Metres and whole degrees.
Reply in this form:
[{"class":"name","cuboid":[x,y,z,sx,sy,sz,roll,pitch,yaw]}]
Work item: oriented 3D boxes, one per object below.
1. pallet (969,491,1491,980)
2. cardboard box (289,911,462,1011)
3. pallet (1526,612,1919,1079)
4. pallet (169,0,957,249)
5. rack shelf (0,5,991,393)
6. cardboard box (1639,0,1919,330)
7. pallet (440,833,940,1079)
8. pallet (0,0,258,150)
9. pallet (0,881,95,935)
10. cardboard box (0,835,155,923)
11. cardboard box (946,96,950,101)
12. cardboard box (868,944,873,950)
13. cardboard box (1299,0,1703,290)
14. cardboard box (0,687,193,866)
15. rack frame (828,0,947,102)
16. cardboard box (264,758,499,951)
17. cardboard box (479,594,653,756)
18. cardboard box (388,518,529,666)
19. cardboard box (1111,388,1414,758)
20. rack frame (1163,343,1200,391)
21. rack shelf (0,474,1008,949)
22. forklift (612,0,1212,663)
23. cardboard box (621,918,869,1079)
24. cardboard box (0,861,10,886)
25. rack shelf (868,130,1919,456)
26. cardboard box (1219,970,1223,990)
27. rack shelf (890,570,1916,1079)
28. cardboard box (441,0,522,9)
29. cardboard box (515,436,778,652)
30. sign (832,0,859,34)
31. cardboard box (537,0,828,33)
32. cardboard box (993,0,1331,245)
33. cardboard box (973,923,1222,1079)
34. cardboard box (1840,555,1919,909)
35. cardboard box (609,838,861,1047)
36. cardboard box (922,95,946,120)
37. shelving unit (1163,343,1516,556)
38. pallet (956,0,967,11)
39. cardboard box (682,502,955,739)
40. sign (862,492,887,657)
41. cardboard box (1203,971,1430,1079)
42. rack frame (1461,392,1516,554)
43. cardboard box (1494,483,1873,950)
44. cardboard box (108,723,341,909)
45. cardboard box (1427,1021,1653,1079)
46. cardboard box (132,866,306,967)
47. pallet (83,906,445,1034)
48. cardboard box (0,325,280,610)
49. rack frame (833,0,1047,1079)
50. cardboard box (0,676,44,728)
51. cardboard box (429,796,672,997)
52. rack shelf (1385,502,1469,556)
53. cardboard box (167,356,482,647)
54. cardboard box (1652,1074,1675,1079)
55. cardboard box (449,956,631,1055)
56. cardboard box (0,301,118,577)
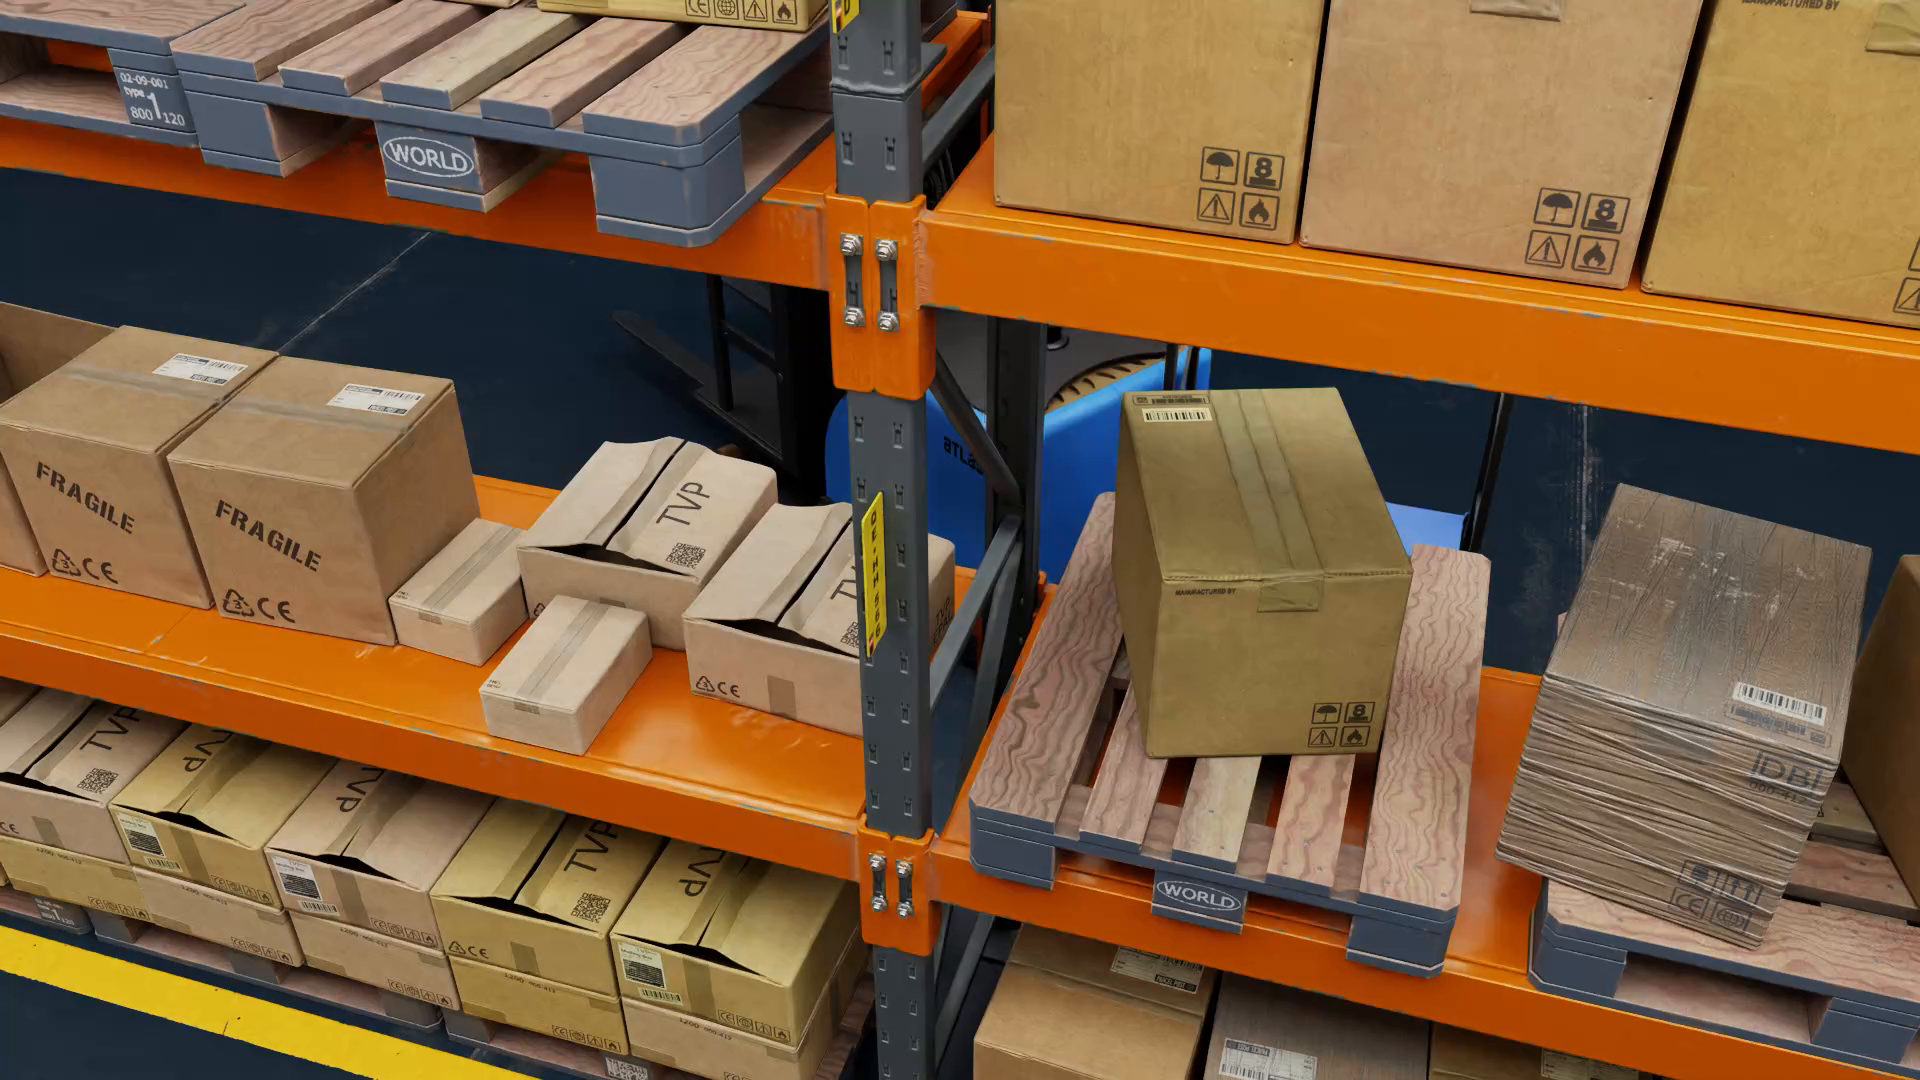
[{"class":"pallet","cuboid":[0.669,0.377,3.869,1.003,0.211,1.213,10,38,14]},{"class":"cardboard box","cuboid":[-1.546,1.024,4.794,0.500,0.250,0.500,11,38,15]},{"class":"pallet","cuboid":[1.859,0.638,3.514,1.213,0.211,1.003,10,38,14]},{"class":"pallet","cuboid":[-0.673,-0.981,3.182,1.003,0.211,1.213,12,38,16]},{"class":"rack shelf","cuboid":[-1.908,-1.052,3.725,4.000,0.370,1.077,10,38,14]},{"class":"cardboard box","cuboid":[1.411,-0.788,2.676,0.500,0.500,0.910,10,38,14]},{"class":"pallet","cuboid":[-0.773,1.175,4.975,1.213,0.211,1.003,10,38,14]},{"class":"pallet","cuboid":[-1.742,-1.177,3.448,1.213,0.211,1.003,12,38,16]},{"class":"pallet","cuboid":[-3.102,0.744,5.561,1.213,0.211,1.003,10,38,14]},{"class":"cardboard box","cuboid":[-2.523,0.844,5.038,0.500,0.250,0.500,9,37,12]},{"class":"cardboard box","cuboid":[0.246,-2.290,8.436,0.500,0.250,0.500,11,38,15]},{"class":"cardboard box","cuboid":[-0.411,0.900,4.963,0.500,0.250,0.500,10,38,14]},{"class":"cardboard box","cuboid":[0.914,-0.880,2.800,0.500,0.500,0.910,10,38,14]},{"class":"cardboard box","cuboid":[-2.526,0.622,4.867,0.500,0.311,0.500,9,37,12]},{"class":"rack frame","cuboid":[0.001,-2.196,2.142,0.127,3.000,1.000,10,38,14]},{"class":"cardboard box","cuboid":[-1.551,0.800,4.625,0.500,0.311,0.500,10,38,14]},{"class":"cardboard box","cuboid":[-0.940,0.319,3.999,0.250,0.149,0.380,10,38,14]},{"class":"cardboard box","cuboid":[-1.233,0.128,4.258,0.250,0.149,0.380,13,38,17]},{"class":"cardboard box","cuboid":[0.636,0.058,3.702,0.500,0.500,0.700,-1,36,-2]},{"class":"rack frame","cuboid":[0.734,-0.201,5.758,0.032,1.500,0.500,11,38,14]},{"class":"rack shelf","cuboid":[-1.908,0.156,4.614,4.000,0.370,1.077,10,38,14]},{"class":"forklift","cuboid":[-0.415,-1.502,6.319,1.130,2.935,3.031,-26,44,-31]},{"class":"cardboard box","cuboid":[-0.574,1.203,4.550,0.500,0.250,0.500,11,38,15]},{"class":"cardboard box","cuboid":[-3.018,0.754,5.161,0.500,0.250,0.500,11,38,15]},{"class":"rack shelf","cuboid":[1.910,-0.345,2.764,4.000,0.370,1.077,10,38,14]},{"class":"cardboard box","cuboid":[0.964,1.082,4.487,0.500,0.500,0.500,12,38,16]},{"class":"rack shelf","cuboid":[1.910,0.863,3.654,4.000,0.370,1.077,10,38,14]},{"class":"cardboard box","cuboid":[-0.955,-1.228,3.129,0.500,0.250,0.500,11,38,15]},{"class":"cardboard box","cuboid":[-0.795,-0.012,4.311,0.500,0.311,0.500,10,38,13]},{"class":"sign","cuboid":[-0.172,-0.916,2.430,0.005,0.325,0.100,10,38,14]},{"class":"cardboard box","cuboid":[-0.449,-1.145,3.017,0.500,0.250,0.500,8,37,10]},{"class":"cardboard box","cuboid":[0.427,-0.970,2.923,0.500,0.500,0.910,10,38,14]},{"class":"cardboard box","cuboid":[0.350,1.292,4.202,0.500,0.500,0.500,12,38,16]},{"class":"cardboard box","cuboid":[2.114,0.440,3.183,0.500,0.500,0.700,2,36,2]},{"class":"cardboard box","cuboid":[-0.572,0.979,4.381,0.500,0.311,0.500,11,38,15]},{"class":"cardboard box","cuboid":[-0.246,-2.378,8.555,0.500,0.250,0.500,10,38,14]},{"class":"shelving unit","cuboid":[1.218,-0.109,5.633,1.048,1.500,0.538,11,38,14]},{"class":"pallet","cuboid":[-0.427,-2.833,8.230,1.213,0.211,1.003,10,38,14]},{"class":"cardboard box","cuboid":[-0.333,0.167,4.068,0.500,0.311,0.500,13,38,17]},{"class":"sign","cuboid":[-0.161,0.068,3.150,0.005,0.325,0.100,10,38,14]},{"class":"cardboard box","cuboid":[0.852,1.381,4.081,0.500,0.500,0.500,9,37,12]},{"class":"rack frame","cuboid":[1.702,-0.017,5.508,0.032,1.500,0.500,11,38,14]},{"class":"cardboard box","cuboid":[1.452,0.328,3.335,0.500,0.500,0.700,18,40,22]},{"class":"cardboard box","cuboid":[-2.029,0.710,4.747,0.500,0.311,0.500,12,38,15]},{"class":"cardboard box","cuboid":[1.329,1.473,3.956,0.500,0.500,0.500,10,38,13]},{"class":"cardboard box","cuboid":[-2.038,0.934,4.915,0.500,0.250,0.500,11,38,15]},{"class":"pallet","cuboid":[-1.934,0.959,5.269,1.213,0.211,1.003,10,38,14]},{"class":"cardboard box","cuboid":[-2.108,-0.201,4.408,0.500,0.500,0.500,11,38,14]},{"class":"rack frame","cuboid":[0.001,0.220,3.921,0.127,3.000,1.000,10,38,14]},{"class":"cardboard box","cuboid":[-3.021,0.531,4.991,0.500,0.311,0.500,10,38,13]},{"class":"cardboard box","cuboid":[-1.070,0.891,4.501,0.500,0.311,0.500,10,38,13]},{"class":"rack shelf","cuboid":[1.218,0.035,5.740,1.000,0.185,0.538,11,38,14]},{"class":"cardboard box","cuboid":[-1.606,-0.108,4.281,0.500,0.500,0.500,9,37,11]},{"class":"cardboard box","cuboid":[1.829,1.562,3.835,0.500,0.500,0.500,9,37,12]},{"class":"cardboard box","cuboid":[-1.067,1.114,4.671,0.500,0.250,0.500,10,38,13]},{"class":"cardboard box","cuboid":[-2.586,-0.289,4.528,0.500,0.500,0.500,13,38,17]}]
